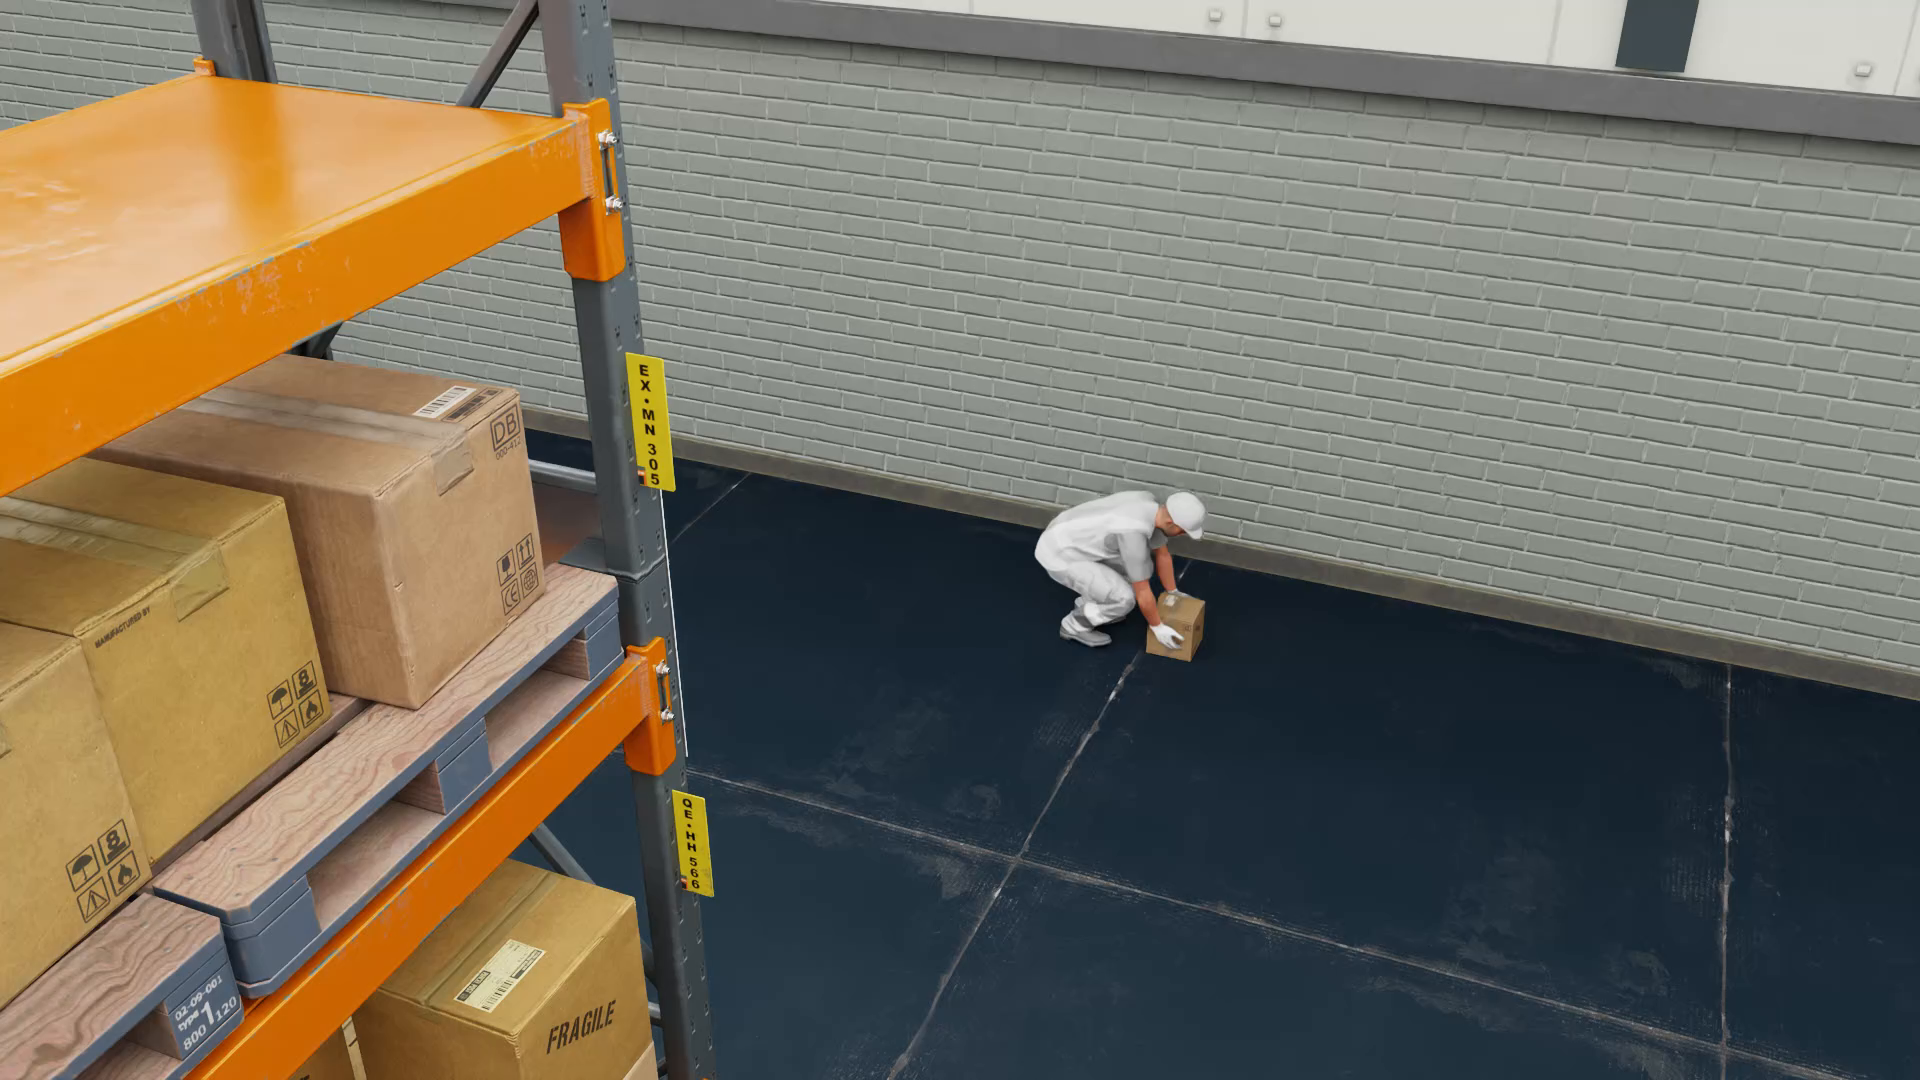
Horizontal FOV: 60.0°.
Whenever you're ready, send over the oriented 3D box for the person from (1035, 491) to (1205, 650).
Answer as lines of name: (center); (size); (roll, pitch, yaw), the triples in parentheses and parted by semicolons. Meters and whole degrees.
person: (0.866, 0.110, 9.073); (0.886, 0.920, 0.571); (11, 31, 19)
